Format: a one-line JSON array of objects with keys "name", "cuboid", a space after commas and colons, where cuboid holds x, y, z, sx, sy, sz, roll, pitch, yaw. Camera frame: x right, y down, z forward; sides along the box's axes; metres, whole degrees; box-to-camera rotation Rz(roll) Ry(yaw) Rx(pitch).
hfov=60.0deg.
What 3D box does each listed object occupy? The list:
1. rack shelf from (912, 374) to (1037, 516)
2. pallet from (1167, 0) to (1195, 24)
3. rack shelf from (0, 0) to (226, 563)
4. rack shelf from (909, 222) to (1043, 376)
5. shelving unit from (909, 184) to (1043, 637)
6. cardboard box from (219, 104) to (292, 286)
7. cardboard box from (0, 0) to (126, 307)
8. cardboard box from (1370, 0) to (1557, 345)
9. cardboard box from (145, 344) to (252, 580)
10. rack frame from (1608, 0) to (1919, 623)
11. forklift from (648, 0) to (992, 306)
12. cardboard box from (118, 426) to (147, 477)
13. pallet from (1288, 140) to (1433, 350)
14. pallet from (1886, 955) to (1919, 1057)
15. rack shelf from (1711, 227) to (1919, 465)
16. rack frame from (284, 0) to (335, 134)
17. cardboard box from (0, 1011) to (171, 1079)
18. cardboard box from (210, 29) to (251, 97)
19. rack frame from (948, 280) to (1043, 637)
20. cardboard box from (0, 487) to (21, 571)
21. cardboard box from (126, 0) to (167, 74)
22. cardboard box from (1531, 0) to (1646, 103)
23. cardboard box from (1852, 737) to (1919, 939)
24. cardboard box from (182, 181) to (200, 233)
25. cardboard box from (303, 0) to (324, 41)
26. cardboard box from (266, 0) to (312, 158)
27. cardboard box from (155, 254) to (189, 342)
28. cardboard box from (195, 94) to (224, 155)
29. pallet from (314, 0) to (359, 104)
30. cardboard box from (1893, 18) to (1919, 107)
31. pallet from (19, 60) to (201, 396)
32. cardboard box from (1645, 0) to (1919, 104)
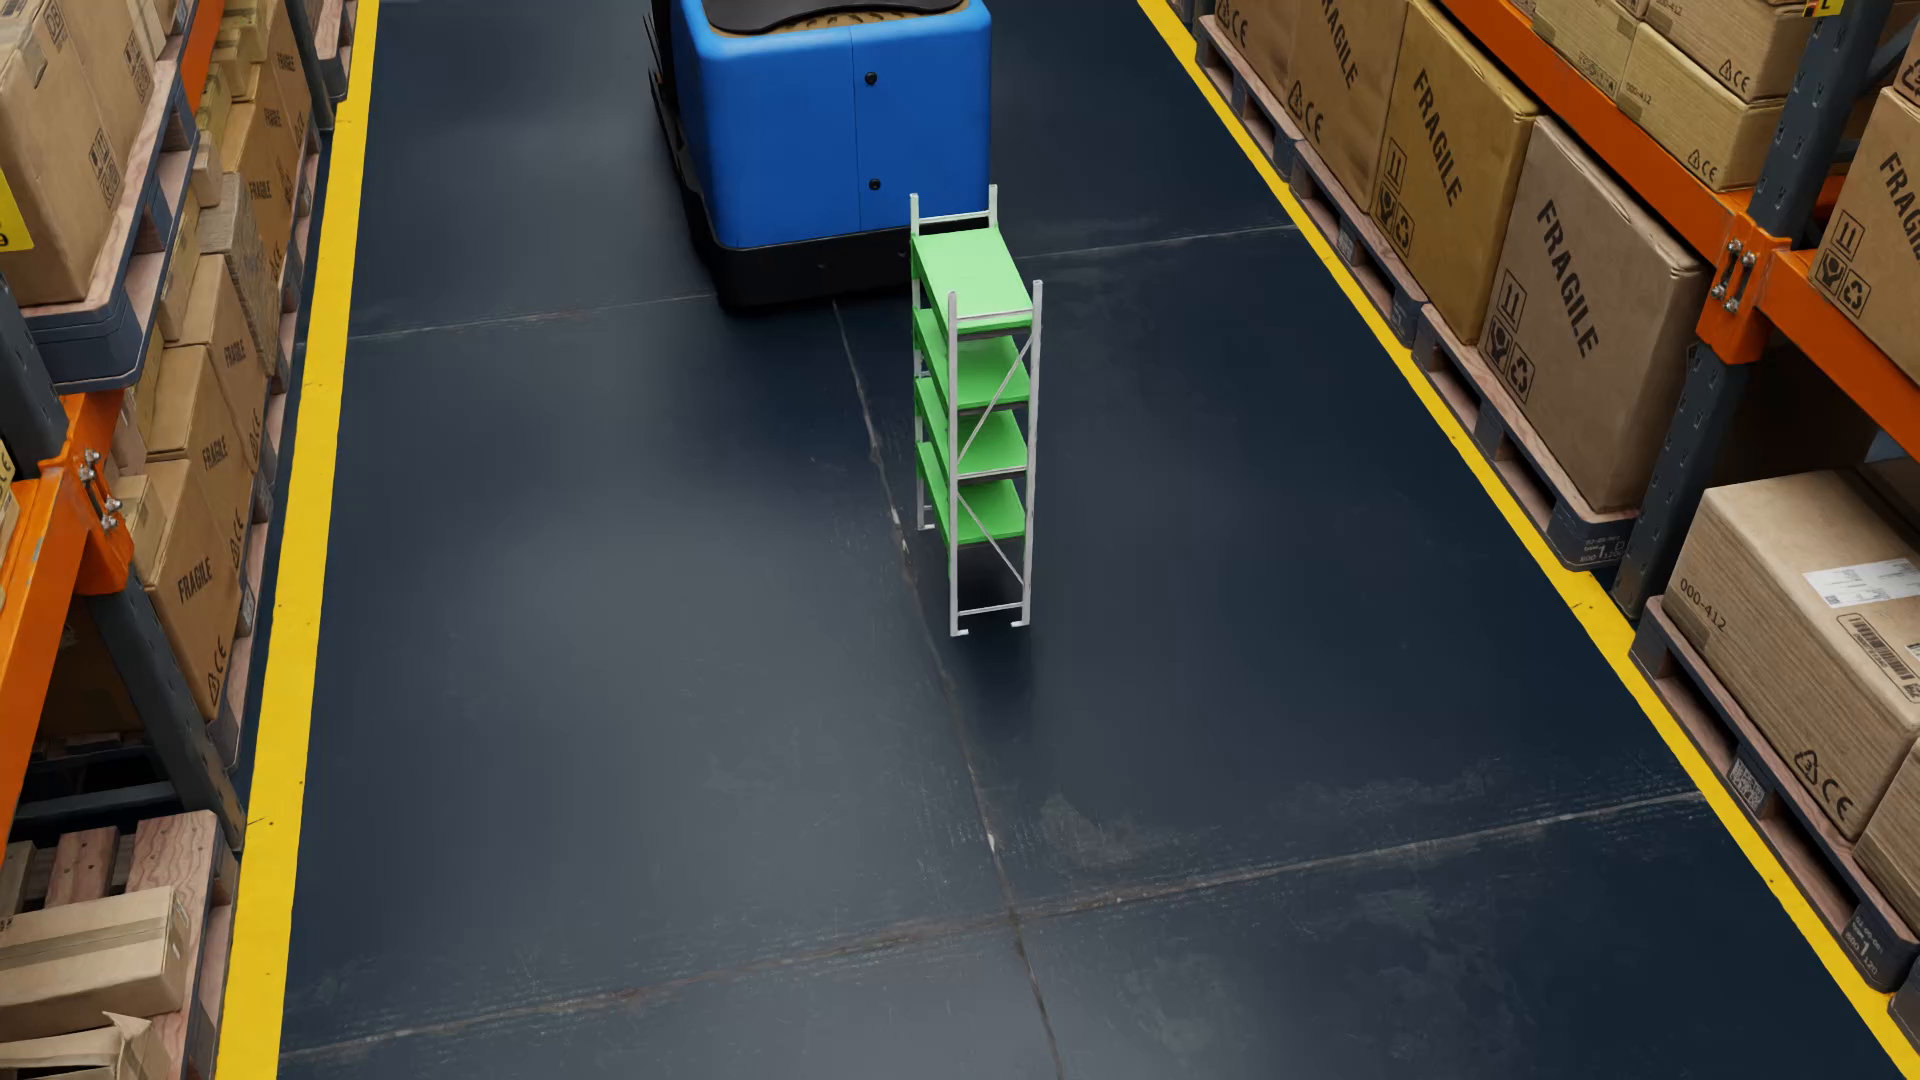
[{"name": "rack shelf", "cuboid": [0.036, -0.294, 4.773, 0.258, 0.148, 0.480, -8, 42, -9]}, {"name": "pallet", "cuboid": [1.446, -3.044, 8.521, 1.003, 0.211, 1.213, -8, 42, -9]}, {"name": "rack shelf", "cuboid": [-2.801, -1.301, 4.998, 1.077, 0.370, 4.000, -8, 42, -9]}, {"name": "rack shelf", "cuboid": [0.036, -0.653, 4.455, 0.258, 0.148, 0.480, -8, 42, -9]}, {"name": "shelving unit", "cuboid": [0.036, -0.341, 4.731, 0.258, 1.200, 0.503, -8, 42, -9]}, {"name": "cardboard box", "cuboid": [-2.719, -1.181, 5.887, 0.500, 0.500, 0.500, -7, 42, -7]}, {"name": "cardboard box", "cuboid": [-2.256, -0.814, 3.516, 0.700, 0.500, 0.500, -7, 42, -8]}, {"name": "cardboard box", "cuboid": [2.062, -1.325, 5.767, 0.875, 0.875, 0.875, -7, 42, -8]}, {"name": "cardboard box", "cuboid": [-2.379, -0.186, 4.766, 0.500, 0.500, 0.500, -9, 42, -10]}, {"name": "rack frame", "cuboid": [2.476, -0.988, 4.103, 1.000, 3.000, 0.127, -8, 42, -9]}, {"name": "forklift", "cuboid": [-0.752, -2.945, 6.360, 1.130, 2.935, 3.031, -10, 43, -11]}, {"name": "cardboard box", "cuboid": [-2.323, -0.178, 4.269, 0.380, 0.149, 0.250, -9, 42, -10]}, {"name": "pallet", "cuboid": [1.969, -1.227, 6.473, 1.003, 0.211, 1.213, -8, 42, -9]}, {"name": "pallet", "cuboid": [2.831, 1.352, 3.568, 1.003, 0.211, 1.213, -8, 42, -9]}, {"name": "rack shelf", "cuboid": [2.908, 0.578, 2.881, 1.077, 0.370, 4.000, -8, 42, -9]}, {"name": "rack frame", "cuboid": [-3.233, -2.867, 6.220, 1.000, 3.000, 0.127, -8, 42, -9]}, {"name": "cardboard box", "cuboid": [-1.886, 1.142, 3.447, 0.396, 0.266, 0.258, -7, 42, -8]}, {"name": "cardboard box", "cuboid": [-2.776, -1.698, 5.982, 0.380, 0.149, 0.250, -10, 43, -11]}, {"name": "rack frame", "cuboid": [0.088, -0.183, 4.553, 0.240, 1.200, 0.015, -8, 42, -9]}, {"name": "cardboard box", "cuboid": [-2.054, -0.009, 3.190, 0.380, 0.149, 0.250, -8, 42, -9]}, {"name": "cardboard box", "cuboid": [-2.295, -1.336, 4.281, 0.396, 0.266, 0.258, -6, 42, -7]}, {"name": "cardboard box", "cuboid": [2.024, -1.516, 4.812, 0.500, 0.250, 0.500, -9, 42, -10]}, {"name": "cardboard box", "cuboid": [2.701, 0.816, 3.685, 0.875, 0.438, 0.875, -10, 42, -11]}, {"name": "cardboard box", "cuboid": [-2.617, -1.018, 5.215, 0.380, 0.149, 0.250, -8, 42, -9]}, {"name": "cardboard box", "cuboid": [-3.354, -2.542, 7.327, 0.875, 0.625, 0.625, -7, 42, -8]}, {"name": "cardboard box", "cuboid": [-2.932, -1.846, 6.636, 0.500, 0.500, 0.500, -7, 42, -8]}, {"name": "cardboard box", "cuboid": [-2.479, -0.686, 4.841, 0.380, 0.149, 0.250, -8, 42, -9]}, {"name": "cardboard box", "cuboid": [-2.709, -1.359, 5.599, 0.380, 0.149, 0.250, -9, 42, -10]}, {"name": "pallet", "cuboid": [-3.373, -2.363, 7.753, 1.003, 0.211, 1.213, -8, 42, -9]}, {"name": "cardboard box", "cuboid": [2.343, -1.056, 3.351, 0.500, 0.500, 0.500, -8, 42, -9]}, {"name": "pallet", "cuboid": [-2.436, -0.736, 3.964, 1.003, 0.211, 1.213, -8, 42, -9]}, {"name": "cardboard box", "cuboid": [2.144, -1.369, 4.270, 0.500, 0.250, 0.500, -8, 42, -9]}]
